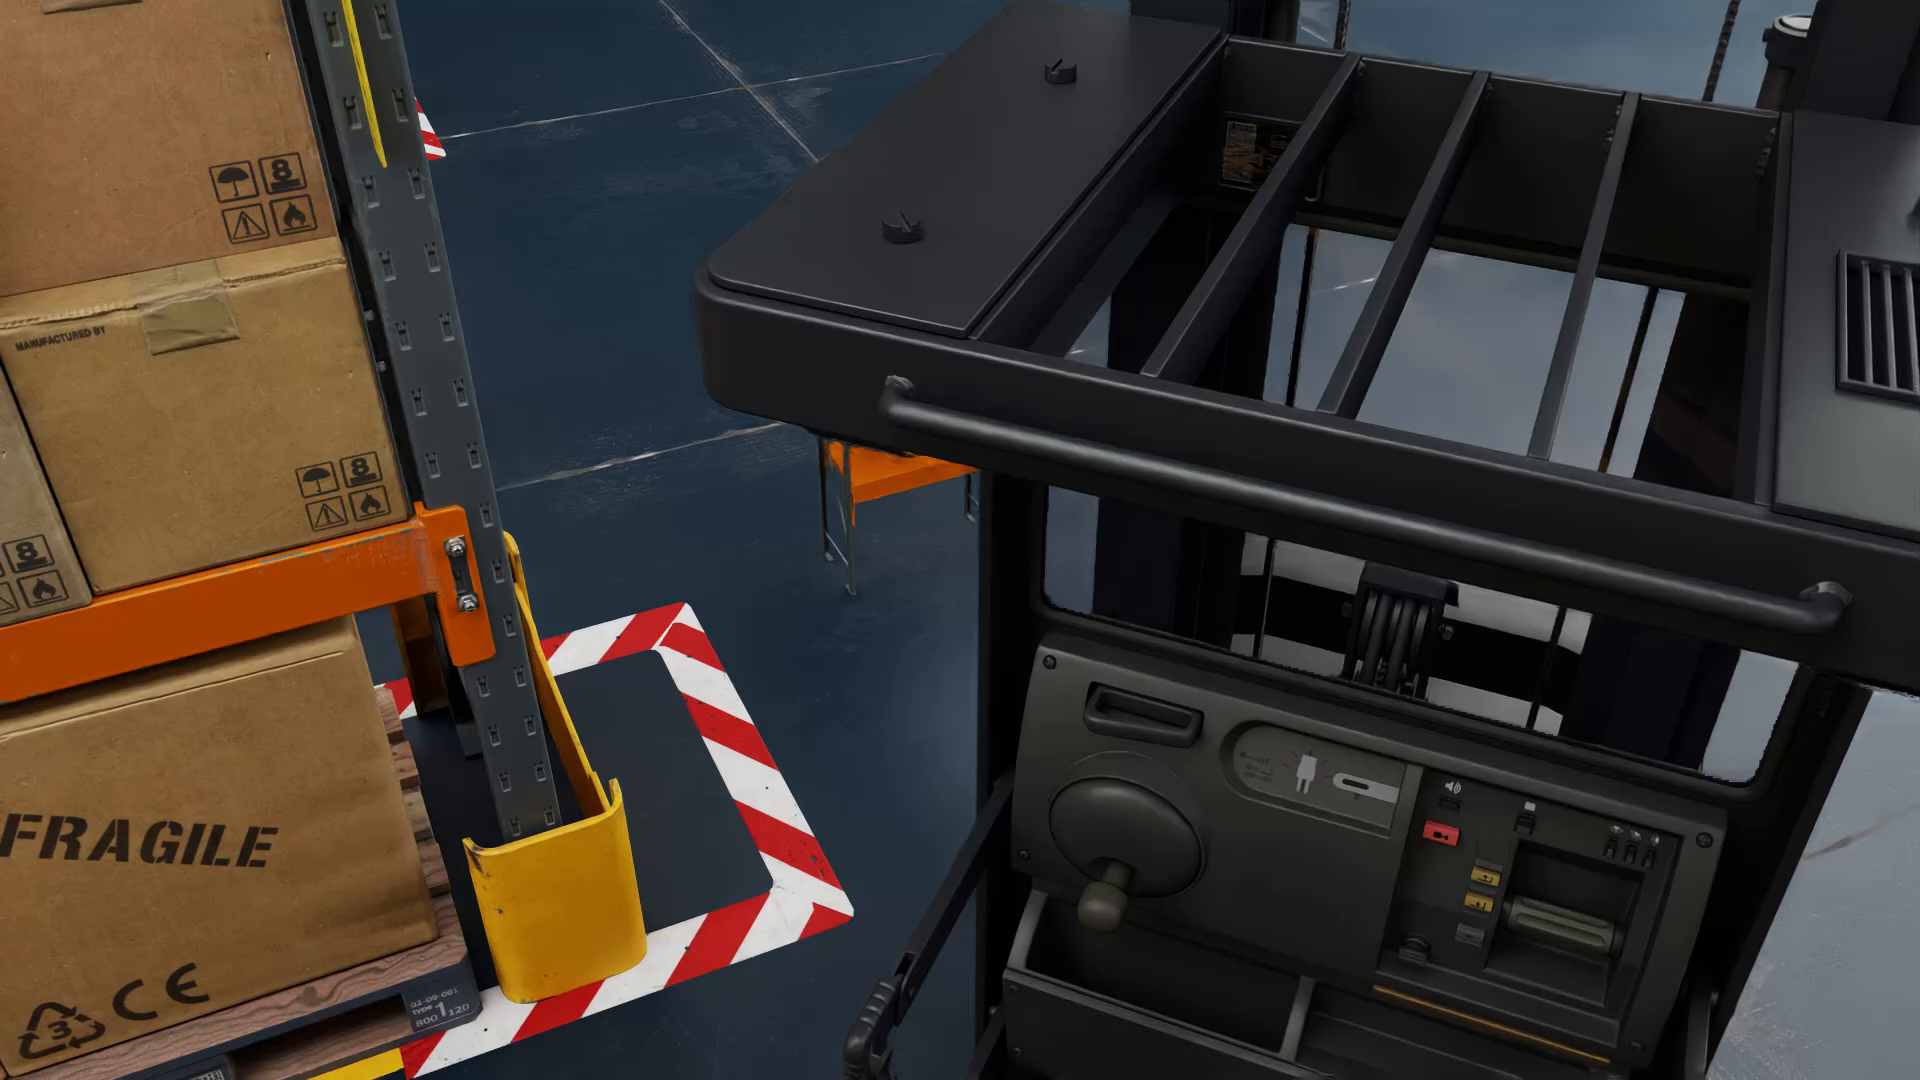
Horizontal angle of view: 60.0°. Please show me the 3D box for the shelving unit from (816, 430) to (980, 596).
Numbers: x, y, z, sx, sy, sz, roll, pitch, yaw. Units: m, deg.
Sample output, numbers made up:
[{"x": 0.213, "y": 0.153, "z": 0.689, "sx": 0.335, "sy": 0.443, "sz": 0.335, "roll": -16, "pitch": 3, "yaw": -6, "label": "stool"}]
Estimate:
[{"x": -0.150, "y": -0.440, "z": 4.836, "sx": 0.503, "sy": 1.200, "sz": 0.258, "roll": -16, "pitch": 39, "yaw": -20, "label": "shelving unit"}]

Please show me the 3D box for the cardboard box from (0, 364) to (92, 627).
[{"x": -1.951, "y": -0.270, "z": 2.971, "sx": 0.550, "sy": 0.550, "sz": 0.875, "roll": -16, "pitch": 39, "yaw": -20, "label": "cardboard box"}]

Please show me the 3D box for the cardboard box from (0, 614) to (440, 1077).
[{"x": -1.731, "y": 0.413, "z": 3.607, "sx": 0.875, "sy": 0.875, "sz": 0.875, "roll": -15, "pitch": 39, "yaw": -20, "label": "cardboard box"}]

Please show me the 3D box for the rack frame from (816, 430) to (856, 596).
[{"x": -0.371, "y": -0.378, "z": 4.753, "sx": 0.015, "sy": 1.200, "sz": 0.240, "roll": -16, "pitch": 39, "yaw": -20, "label": "rack frame"}]

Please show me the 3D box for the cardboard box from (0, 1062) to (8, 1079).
[{"x": -2.527, "y": 0.636, "z": 3.305, "sx": 0.875, "sy": 0.875, "sz": 0.875, "roll": -16, "pitch": 40, "yaw": -21, "label": "cardboard box"}]

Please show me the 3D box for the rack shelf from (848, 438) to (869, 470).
[{"x": -0.150, "y": -0.386, "z": 4.876, "sx": 0.480, "sy": 0.148, "sz": 0.258, "roll": -16, "pitch": 39, "yaw": -20, "label": "rack shelf"}]

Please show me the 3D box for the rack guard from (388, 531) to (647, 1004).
[{"x": -1.124, "y": 0.518, "z": 4.131, "sx": 0.348, "sy": 0.500, "sz": 1.175, "roll": -16, "pitch": 39, "yaw": -20, "label": "rack guard"}]

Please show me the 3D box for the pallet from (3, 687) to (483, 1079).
[{"x": -1.836, "y": 0.885, "z": 3.880, "sx": 1.213, "sy": 0.211, "sz": 1.003, "roll": -16, "pitch": 39, "yaw": -20, "label": "pallet"}]

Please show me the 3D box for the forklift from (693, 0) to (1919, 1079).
[{"x": 0.444, "y": 0.492, "z": 2.127, "sx": 1.130, "sy": 2.935, "sz": 3.031, "roll": 14, "pitch": 39, "yaw": 18, "label": "forklift"}]

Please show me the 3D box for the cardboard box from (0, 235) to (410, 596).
[{"x": -1.462, "y": -0.421, "z": 3.174, "sx": 0.550, "sy": 0.550, "sz": 0.875, "roll": -16, "pitch": 39, "yaw": -20, "label": "cardboard box"}]

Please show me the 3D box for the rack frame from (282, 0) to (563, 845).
[{"x": -1.146, "y": -0.479, "z": 3.379, "sx": 0.127, "sy": 3.000, "sz": 1.000, "roll": -16, "pitch": 39, "yaw": -20, "label": "rack frame"}]

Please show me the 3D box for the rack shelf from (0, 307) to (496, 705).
[{"x": -2.956, "y": 0.316, "z": 2.910, "sx": 4.000, "sy": 0.370, "sz": 1.077, "roll": -16, "pitch": 39, "yaw": -20, "label": "rack shelf"}]

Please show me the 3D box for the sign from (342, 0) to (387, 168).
[{"x": -0.928, "y": -0.744, "z": 2.564, "sx": 0.005, "sy": 0.325, "sz": 0.100, "roll": -16, "pitch": 39, "yaw": -20, "label": "sign"}]

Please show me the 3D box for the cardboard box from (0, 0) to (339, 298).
[{"x": -1.498, "y": -0.900, "z": 2.914, "sx": 0.550, "sy": 0.550, "sz": 0.875, "roll": -16, "pitch": 39, "yaw": -20, "label": "cardboard box"}]

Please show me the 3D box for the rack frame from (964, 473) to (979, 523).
[{"x": 0.071, "y": -0.502, "z": 4.919, "sx": 0.015, "sy": 1.200, "sz": 0.240, "roll": -16, "pitch": 39, "yaw": -20, "label": "rack frame"}]

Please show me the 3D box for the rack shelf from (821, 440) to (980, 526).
[{"x": -0.150, "y": -0.226, "z": 4.994, "sx": 0.480, "sy": 0.148, "sz": 0.258, "roll": -16, "pitch": 39, "yaw": -20, "label": "rack shelf"}]
